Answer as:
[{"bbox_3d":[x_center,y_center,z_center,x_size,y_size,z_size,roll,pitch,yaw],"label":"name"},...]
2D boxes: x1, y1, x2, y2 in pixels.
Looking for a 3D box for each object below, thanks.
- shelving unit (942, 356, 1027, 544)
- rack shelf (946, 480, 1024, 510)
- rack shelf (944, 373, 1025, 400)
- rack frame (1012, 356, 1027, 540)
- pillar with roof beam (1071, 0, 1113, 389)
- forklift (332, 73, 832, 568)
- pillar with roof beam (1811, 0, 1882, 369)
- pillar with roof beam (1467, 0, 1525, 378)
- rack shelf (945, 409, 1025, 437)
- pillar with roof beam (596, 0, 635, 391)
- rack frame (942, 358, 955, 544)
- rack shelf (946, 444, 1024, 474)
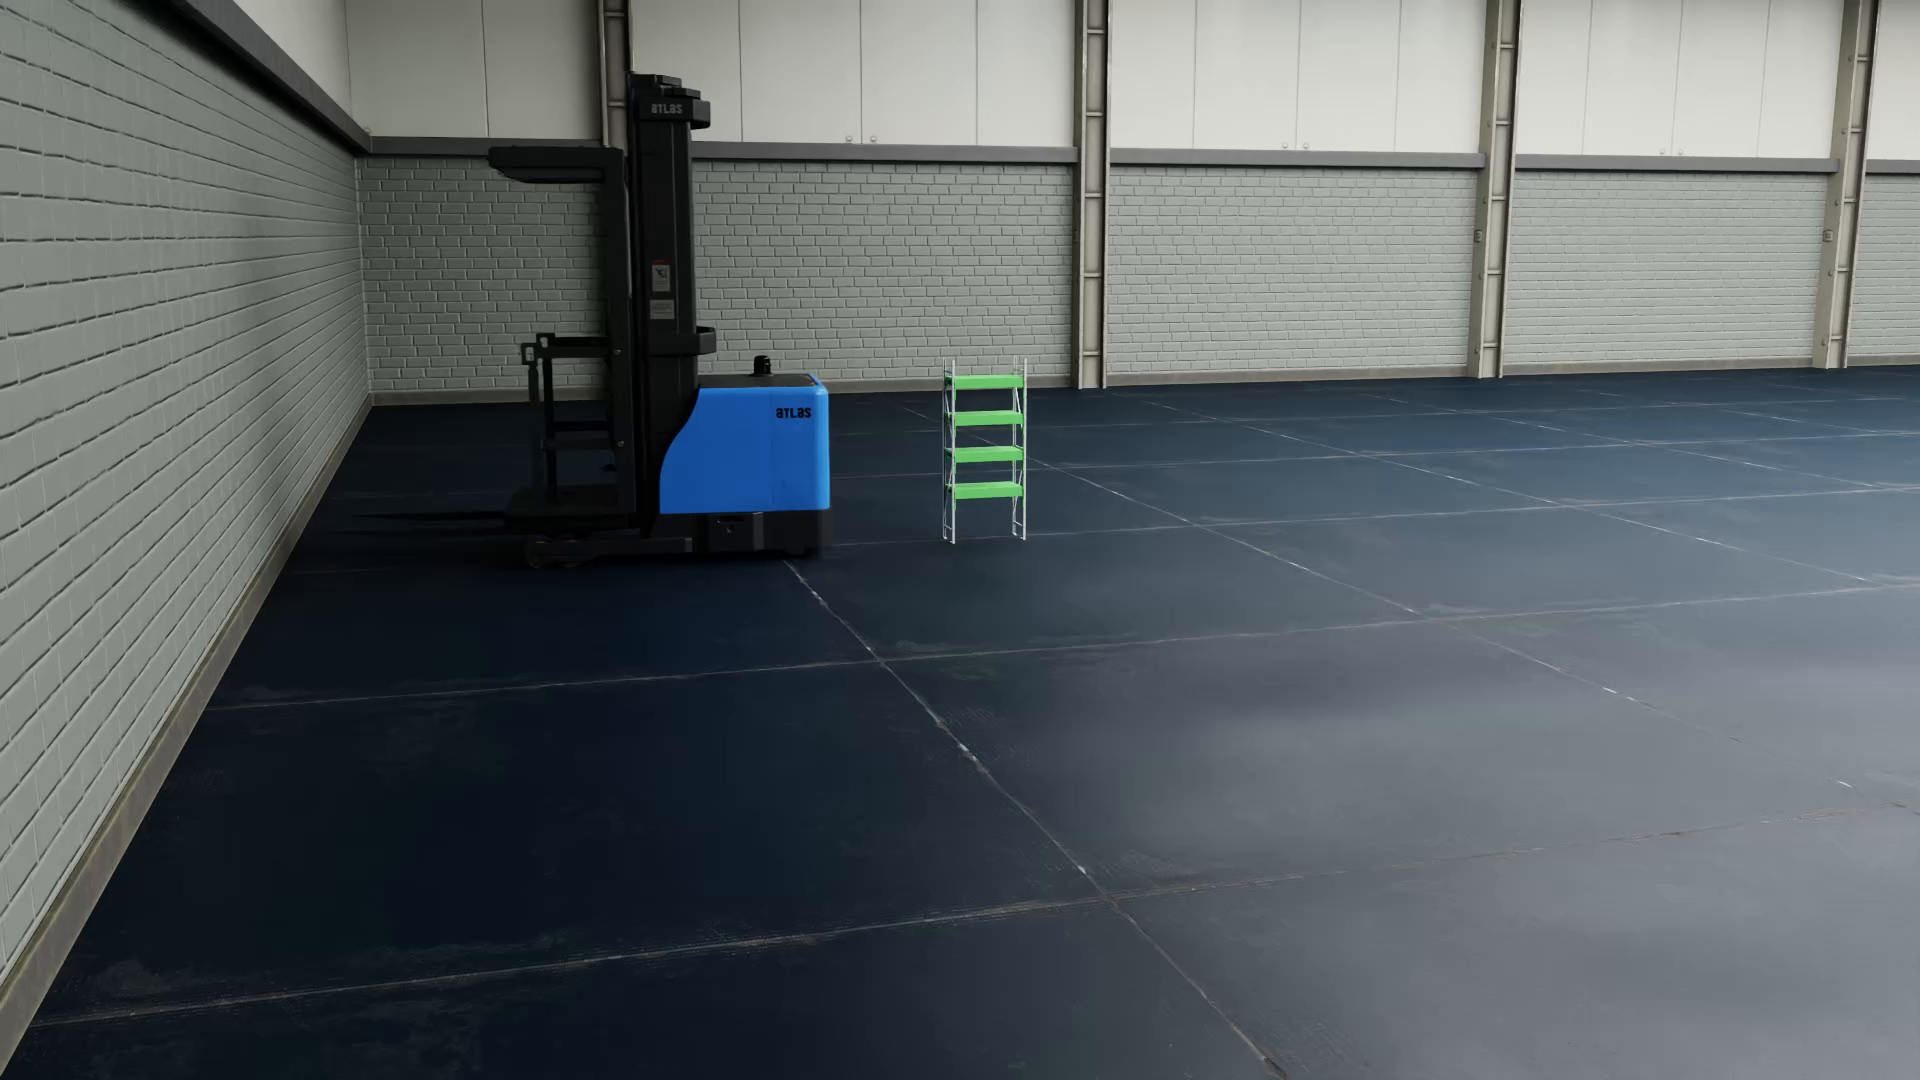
[{"bbox_3d":[0.159,-0.598,10.983,0.503,1.200,0.258,-3,11,-16],"label":"shelving unit"},{"bbox_3d":[0.159,-0.300,11.038,0.480,0.148,0.258,-3,11,-16],"label":"rack shelf"},{"bbox_3d":[0.159,-1.008,10.908,0.480,0.148,0.258,-3,11,-16],"label":"rack shelf"},{"bbox_3d":[0.393,-0.611,11.050,0.015,1.200,0.240,-3,11,-16],"label":"rack frame"},{"bbox_3d":[2.903,-5.697,17.136,0.400,9.000,9.100,-3,11,-16],"label":"pillar with roof beam"},{"bbox_3d":[-2.367,-1.373,10.410,3.031,2.935,1.130,-2,11,-9],"label":"forklift"},{"bbox_3d":[14.424,-6.304,20.435,0.400,9.000,9.100,-3,11,-16],"label":"pillar with roof beam"},{"bbox_3d":[8.664,-6.000,18.786,0.400,9.000,9.100,-3,11,-16],"label":"pillar with roof beam"},{"bbox_3d":[0.159,-0.772,10.951,0.480,0.148,0.258,-3,11,-16],"label":"rack shelf"},{"bbox_3d":[-2.858,-5.393,15.487,0.400,9.000,9.100,-3,11,-16],"label":"pillar with roof beam"},{"bbox_3d":[-0.075,-0.586,10.916,0.015,1.200,0.240,-3,11,-16],"label":"rack frame"},{"bbox_3d":[0.159,-0.536,10.995,0.480,0.148,0.258,-3,11,-16],"label":"rack shelf"}]
